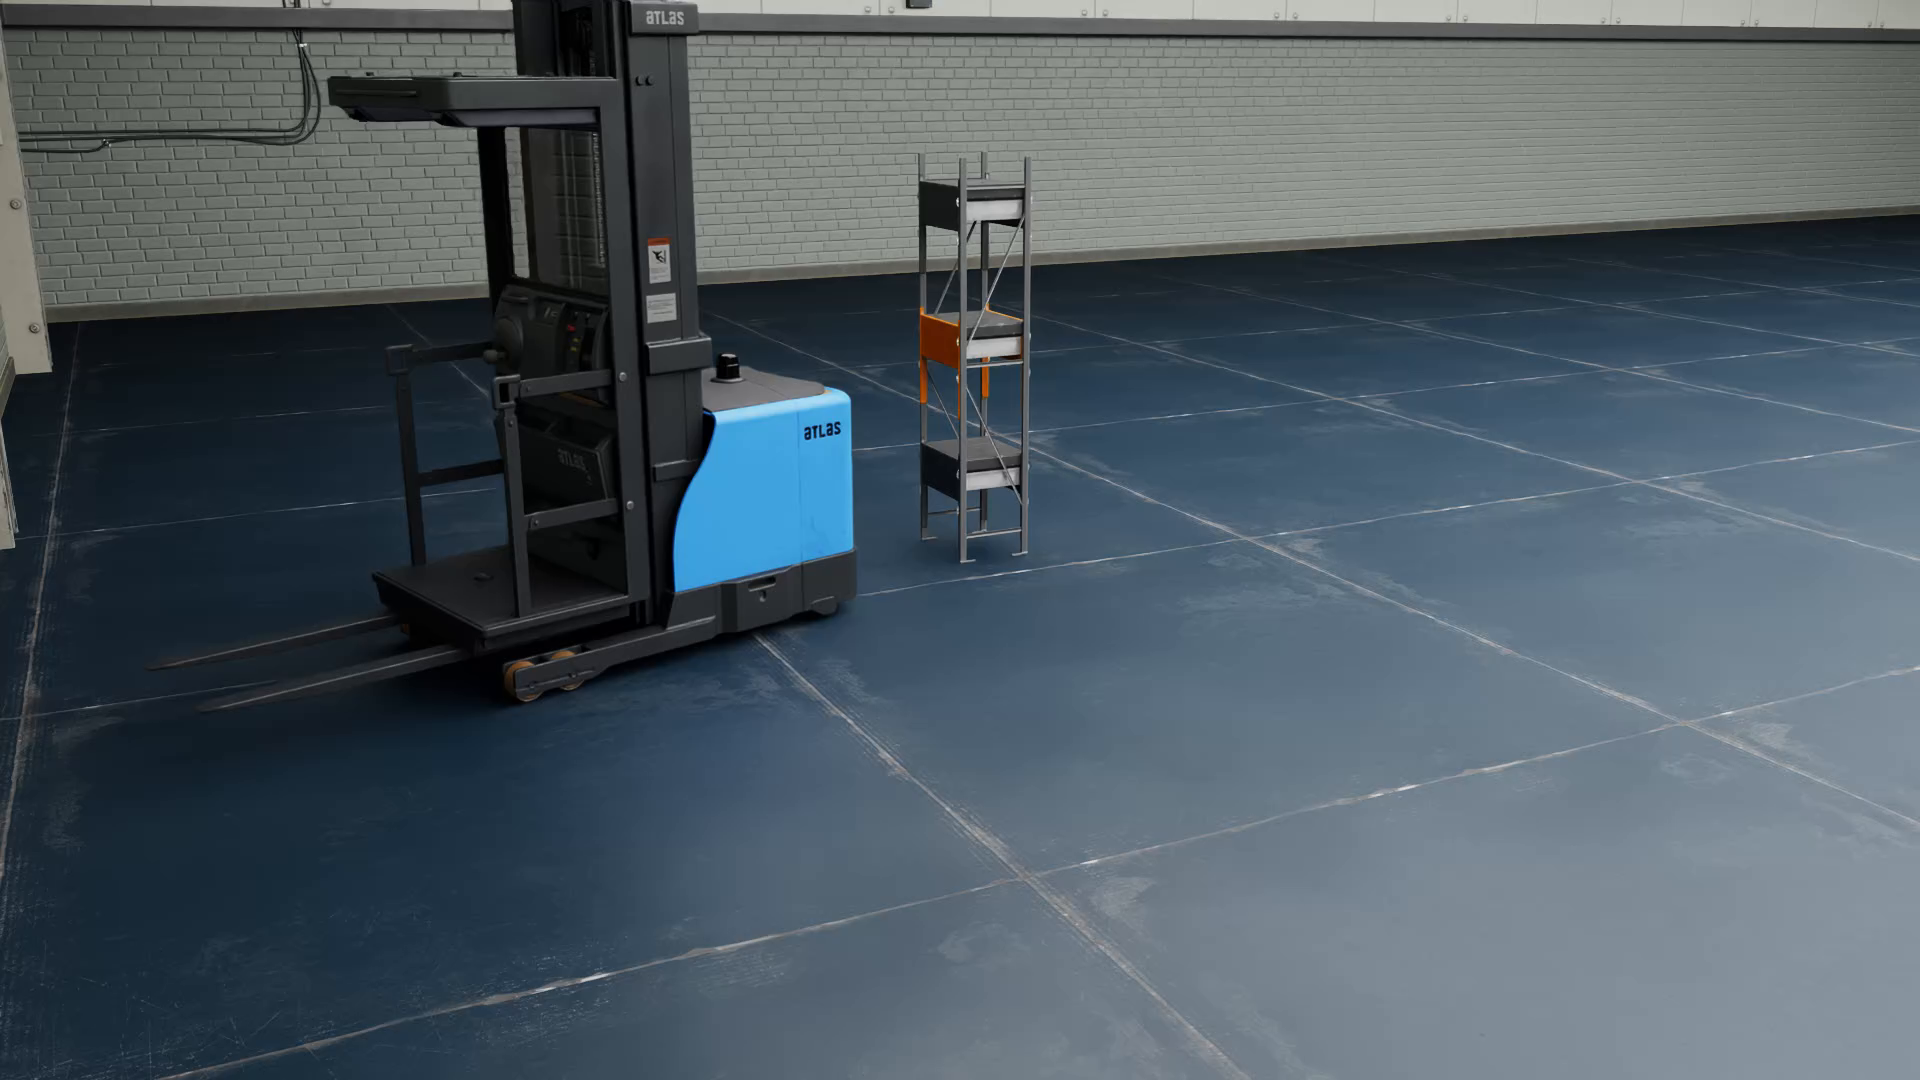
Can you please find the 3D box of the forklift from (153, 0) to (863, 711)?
[{"bbox_3d":[-1.906,-0.905,7.092,3.031,2.935,1.130,-14,21,-40],"label":"forklift"}]

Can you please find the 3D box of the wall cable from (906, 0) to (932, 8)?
[{"bbox_3d":[0.411,-9.469,19.766,2.305,6.003,0.169,-8,18,-25],"label":"wall cable"}]

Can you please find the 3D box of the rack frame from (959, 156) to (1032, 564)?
[{"bbox_3d":[0.179,-0.908,8.607,0.400,2.100,0.015,-8,18,-25],"label":"rack frame"}]

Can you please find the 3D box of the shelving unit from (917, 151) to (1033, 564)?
[{"bbox_3d":[0.072,-0.968,8.818,0.431,2.100,0.503,-8,18,-25],"label":"shelving unit"}]

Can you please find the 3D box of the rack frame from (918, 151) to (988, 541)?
[{"bbox_3d":[-0.034,-1.029,9.029,0.400,2.100,0.015,-8,18,-25],"label":"rack frame"}]

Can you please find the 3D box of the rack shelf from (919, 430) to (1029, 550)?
[{"bbox_3d":[0.073,-0.282,9.015,0.431,0.518,0.480,-8,18,-25],"label":"rack shelf"}]

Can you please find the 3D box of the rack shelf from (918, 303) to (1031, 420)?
[{"bbox_3d":[0.072,-0.955,8.822,0.431,0.518,0.480,-8,18,-25],"label":"rack shelf"}]

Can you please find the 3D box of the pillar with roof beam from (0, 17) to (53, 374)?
[{"bbox_3d":[-4.158,-6.321,14.962,9.100,9.000,0.400,-8,18,-25],"label":"pillar with roof beam"}]

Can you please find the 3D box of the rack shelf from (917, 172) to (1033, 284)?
[{"bbox_3d":[0.072,-1.628,8.629,0.431,0.518,0.480,-8,18,-25],"label":"rack shelf"}]

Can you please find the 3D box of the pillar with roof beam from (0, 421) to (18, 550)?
[{"bbox_3d":[-1.529,-4.833,9.777,9.100,9.000,0.400,-8,18,-25],"label":"pillar with roof beam"}]

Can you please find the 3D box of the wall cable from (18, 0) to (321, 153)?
[{"bbox_3d":[-8.130,-5.198,16.680,3.097,2.526,0.112,-8,18,-25],"label":"wall cable"}]
